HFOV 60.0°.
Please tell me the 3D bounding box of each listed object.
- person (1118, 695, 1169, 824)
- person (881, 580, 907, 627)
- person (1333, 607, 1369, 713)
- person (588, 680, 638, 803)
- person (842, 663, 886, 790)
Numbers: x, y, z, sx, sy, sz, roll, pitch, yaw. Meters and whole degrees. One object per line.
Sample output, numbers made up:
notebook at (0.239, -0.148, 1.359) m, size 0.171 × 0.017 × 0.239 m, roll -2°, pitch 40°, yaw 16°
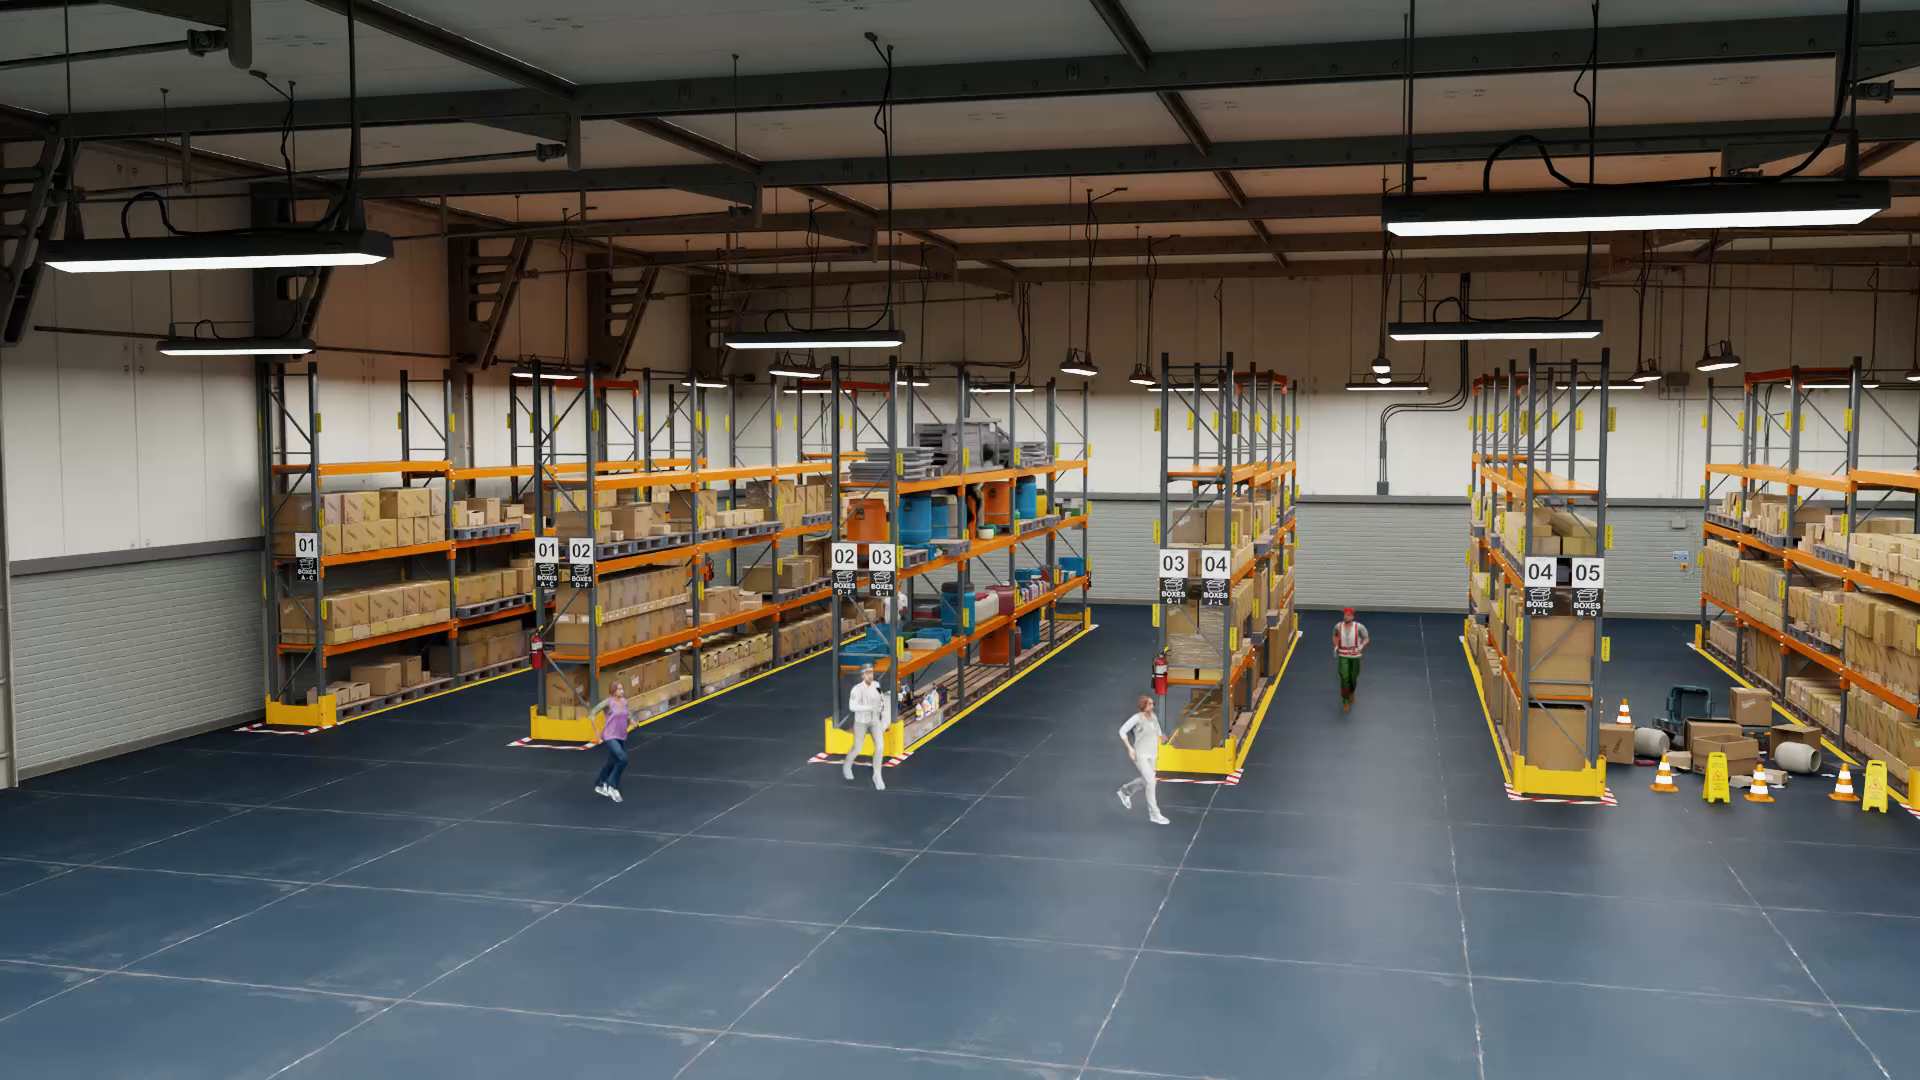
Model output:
person at (2.289, 2.721, 20.884) m, size 0.536 × 1.582 × 0.856 m, roll -4°, pitch 5°, yaw -43°
person at (-1.317, 1.591, 32.556) m, size 0.562 × 1.696 × 0.605 m, roll 1°, pitch 4°, yaw 15°
person at (6.838, 2.067, 29.120) m, size 0.639 × 1.818 × 0.852 m, roll 1°, pitch 4°, yaw 17°
person at (-4.565, 2.659, 21.994) m, size 0.760 × 1.610 × 0.498 m, roll 2°, pitch 5°, yaw 29°
person at (-1.295, 2.542, 22.977) m, size 0.622 × 1.738 × 0.881 m, roll -2°, pitch 5°, yaw -28°
